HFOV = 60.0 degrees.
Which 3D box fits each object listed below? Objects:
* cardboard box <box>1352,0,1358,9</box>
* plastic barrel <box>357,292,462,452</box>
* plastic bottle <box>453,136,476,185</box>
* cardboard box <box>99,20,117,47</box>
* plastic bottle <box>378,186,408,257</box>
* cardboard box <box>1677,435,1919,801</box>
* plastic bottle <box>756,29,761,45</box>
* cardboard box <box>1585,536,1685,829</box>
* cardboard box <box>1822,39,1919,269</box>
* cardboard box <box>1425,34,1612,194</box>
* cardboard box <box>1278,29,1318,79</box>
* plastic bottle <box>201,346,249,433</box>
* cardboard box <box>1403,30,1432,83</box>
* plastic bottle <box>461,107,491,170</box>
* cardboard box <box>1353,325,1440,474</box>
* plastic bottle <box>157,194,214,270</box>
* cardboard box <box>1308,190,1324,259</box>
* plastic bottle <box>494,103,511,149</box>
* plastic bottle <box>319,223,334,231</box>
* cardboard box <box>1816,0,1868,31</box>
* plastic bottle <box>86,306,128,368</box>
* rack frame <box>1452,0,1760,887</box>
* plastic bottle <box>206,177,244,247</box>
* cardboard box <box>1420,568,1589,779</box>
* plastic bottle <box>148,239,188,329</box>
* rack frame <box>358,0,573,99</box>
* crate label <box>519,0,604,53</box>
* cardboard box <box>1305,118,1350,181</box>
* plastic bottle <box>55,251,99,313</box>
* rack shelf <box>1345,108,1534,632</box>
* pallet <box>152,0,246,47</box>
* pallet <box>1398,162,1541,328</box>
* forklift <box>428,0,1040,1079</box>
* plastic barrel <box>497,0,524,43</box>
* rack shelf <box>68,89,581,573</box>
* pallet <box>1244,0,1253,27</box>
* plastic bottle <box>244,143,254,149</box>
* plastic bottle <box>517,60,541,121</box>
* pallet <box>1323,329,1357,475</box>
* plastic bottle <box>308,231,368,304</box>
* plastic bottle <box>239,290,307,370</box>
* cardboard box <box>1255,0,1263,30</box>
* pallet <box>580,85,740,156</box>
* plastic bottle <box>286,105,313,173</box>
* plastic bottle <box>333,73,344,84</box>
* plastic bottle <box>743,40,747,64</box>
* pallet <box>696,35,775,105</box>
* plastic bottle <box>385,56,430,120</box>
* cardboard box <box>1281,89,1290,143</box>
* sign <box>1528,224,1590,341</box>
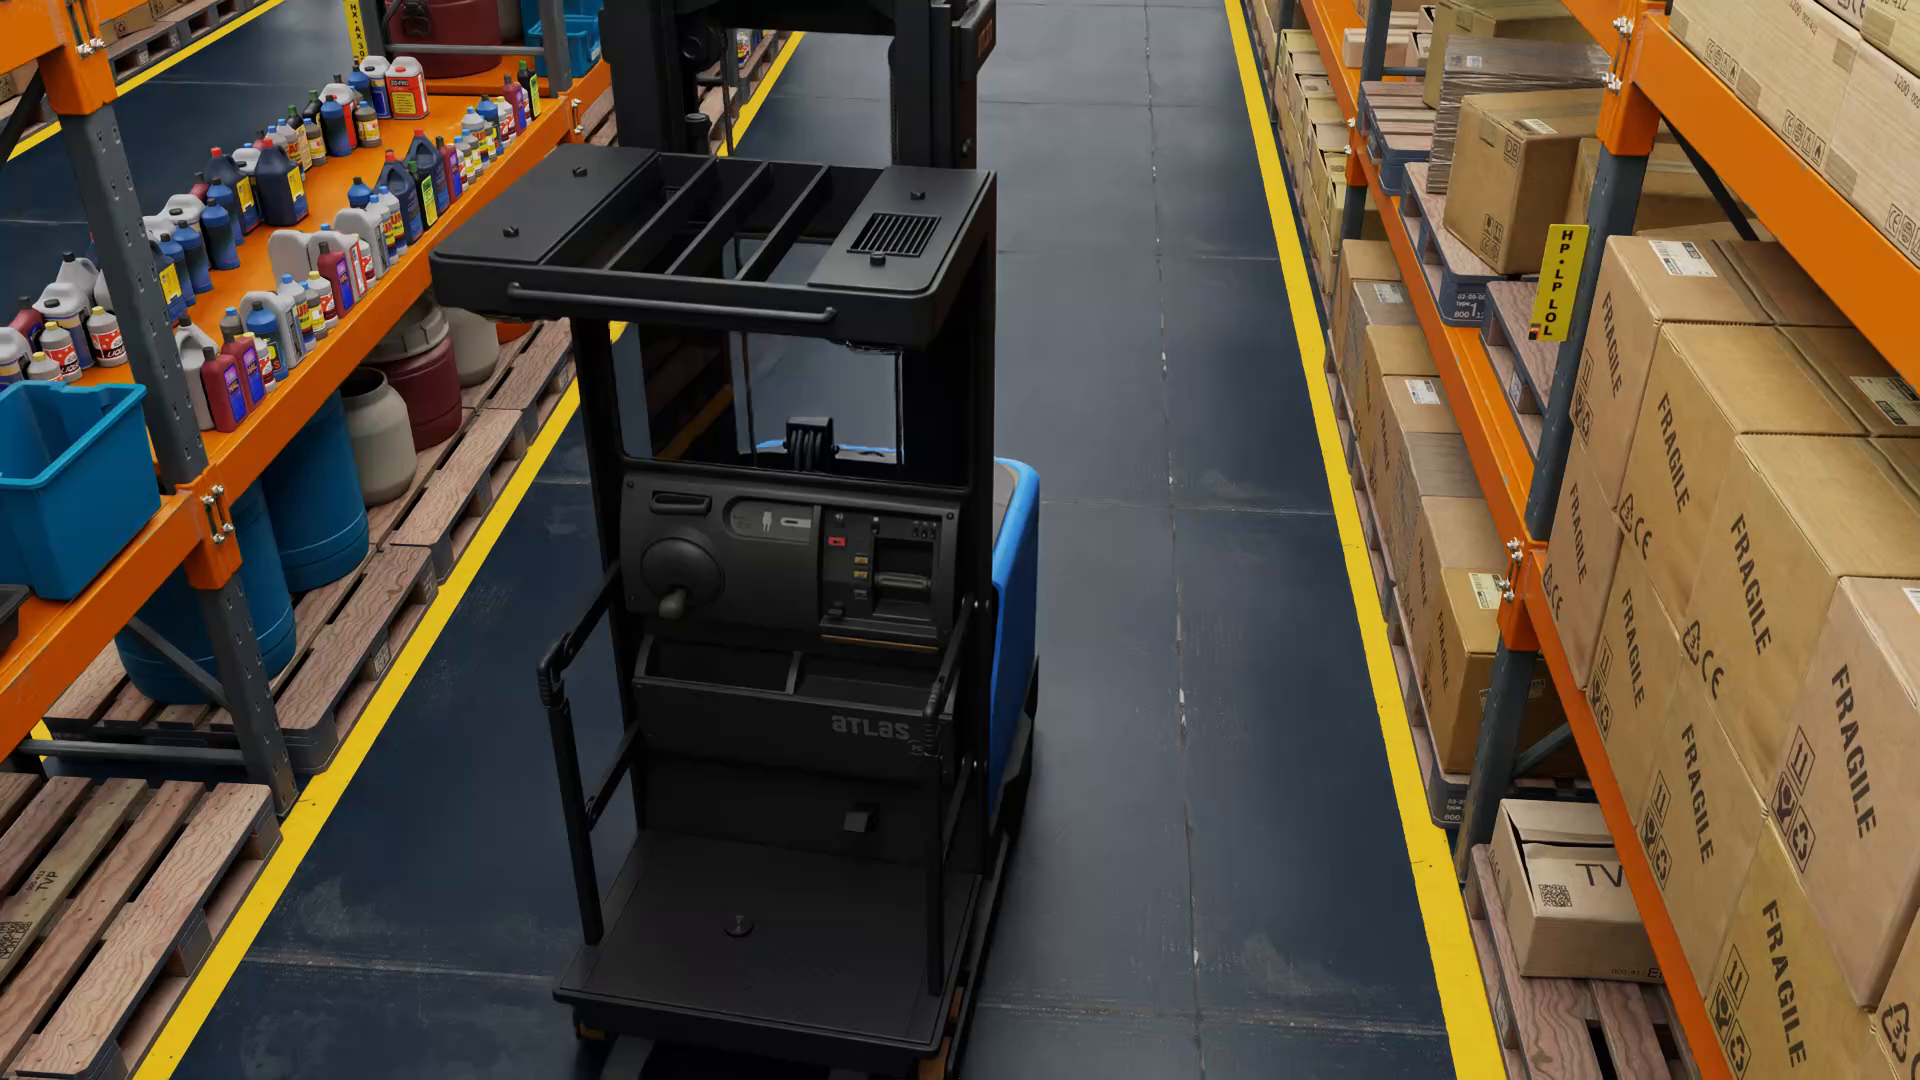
[{"bbox_3d":[2.619,-3.448,9.890,0.500,0.500,0.500,3,32,4],"label":"cardboard box"},{"bbox_3d":[-2.596,-0.771,7.539,0.600,0.588,0.708,2,32,4],"label":"plastic barrel"},{"bbox_3d":[-2.183,-1.665,7.283,0.097,0.201,0.097,0,32,0],"label":"plastic bottle"},{"bbox_3d":[-7.020,-4.091,13.011,0.500,0.500,0.500,2,32,2],"label":"cardboard box"},{"bbox_3d":[-2.251,-1.261,6.559,0.097,0.271,0.097,0,32,0],"label":"plastic bottle"},{"bbox_3d":[1.727,0.144,3.108,0.500,0.500,0.500,2,32,3],"label":"cardboard box"},{"bbox_3d":[-1.661,-4.120,13.181,0.144,0.351,0.185,1,32,2],"label":"plastic bottle"},{"bbox_3d":[1.778,0.320,3.777,0.500,0.500,0.500,3,32,5],"label":"cardboard box"},{"bbox_3d":[1.757,-0.607,2.660,0.500,0.250,0.500,2,32,4],"label":"cardboard box"},{"bbox_3d":[2.252,-1.669,6.604,0.700,0.500,0.500,8,33,13],"label":"cardboard box"},{"bbox_3d":[2.499,-3.385,11.570,0.500,0.311,0.500,3,32,4],"label":"cardboard box"},{"bbox_3d":[-2.352,-0.498,5.310,0.061,0.283,0.133,2,32,4],"label":"plastic bottle"},{"bbox_3d":[2.529,-2.402,8.374,0.500,0.311,0.500,4,32,7],"label":"cardboard box"},{"bbox_3d":[-2.167,-1.797,7.430,0.097,0.271,0.097,0,32,0],"label":"plastic bottle"},{"bbox_3d":[2.051,-0.613,7.349,0.500,0.500,0.500,2,32,3],"label":"cardboard box"},{"bbox_3d":[-2.996,-1.187,6.436,0.152,0.276,0.135,2,32,4],"label":"plastic bottle"},{"bbox_3d":[2.294,-1.815,9.557,0.500,0.250,0.500,2,32,3],"label":"cardboard box"},{"bbox_3d":[-2.143,-1.920,7.696,0.097,0.201,0.097,0,32,0],"label":"plastic bottle"},{"bbox_3d":[-2.421,-1.116,6.391,0.097,0.201,0.097,0,32,0],"label":"plastic bottle"},{"bbox_3d":[1.804,-1.081,2.953,0.500,0.250,0.500,2,32,4],"label":"cardboard box"},{"bbox_3d":[-2.941,-0.705,5.724,0.097,0.201,0.097,0,32,0],"label":"plastic bottle"},{"bbox_3d":[2.130,-0.160,4.651,1.000,3.000,0.127,2,32,4],"label":"rack frame"},{"bbox_3d":[-2.943,-1.314,6.646,0.097,0.271,0.097,0,32,0],"label":"plastic bottle"},{"bbox_3d":[1.884,0.446,5.630,0.500,0.500,0.500,2,32,4],"label":"cardboard box"},{"bbox_3d":[-2.899,-0.938,5.960,0.144,0.351,0.185,2,32,4],"label":"plastic bottle"},{"bbox_3d":[-2.481,-2.465,8.392,1.000,3.000,0.127,2,32,4],"label":"rack frame"},{"bbox_3d":[-2.131,-2.988,9.206,0.502,0.435,0.616,2,32,4],"label":"crate label"},{"bbox_3d":[2.332,-2.319,9.840,0.500,0.311,0.500,2,32,4],"label":"cardboard box"},{"bbox_3d":[-3.058,-0.847,5.813,0.144,0.351,0.185,2,32,4],"label":"plastic bottle"},{"bbox_3d":[2.293,-0.900,6.537,1.077,0.370,4.000,2,32,4],"label":"rack shelf"},{"bbox_3d":[-6.976,-4.574,14.471,1.003,0.211,1.213,2,32,4],"label":"pallet"},{"bbox_3d":[2.302,-1.153,6.445,1.003,0.211,1.213,2,32,4],"label":"pallet"},{"bbox_3d":[-0.502,0.105,4.285,1.130,2.935,3.031,6,32,9],"label":"forklift"},{"bbox_3d":[-2.610,-3.060,9.250,0.421,0.512,0.421,0,32,0],"label":"plastic barrel"},{"bbox_3d":[-2.644,-1.113,6.883,1.077,0.370,4.000,2,32,4],"label":"rack shelf"},{"bbox_3d":[3.086,-4.846,14.913,1.003,0.211,1.213,2,32,4],"label":"pallet"},{"bbox_3d":[-2.969,-1.535,7.004,0.097,0.271,0.097,0,32,0],"label":"plastic bottle"},{"bbox_3d":[-2.089,-2.186,8.049,0.061,0.283,0.133,2,32,4],"label":"plastic bottle"},{"bbox_3d":[2.357,-0.676,8.146,1.003,0.211,1.213,2,32,4],"label":"pallet"},{"bbox_3d":[-2.314,-1.031,6.182,0.152,0.276,0.135,2,32,4],"label":"plastic bottle"},{"bbox_3d":[-2.360,-0.738,5.707,0.152,0.276,0.135,2,32,4],"label":"plastic bottle"},{"bbox_3d":[2.718,-4.388,13.732,0.500,0.250,0.500,2,32,4],"label":"cardboard box"},{"bbox_3d":[-2.181,-2.958,11.848,1.003,0.211,1.213,2,32,4],"label":"pallet"},{"bbox_3d":[-2.952,-1.773,7.378,0.061,0.283,0.133,2,32,4],"label":"plastic bottle"},{"bbox_3d":[-2.911,-2.033,7.802,0.061,0.283,0.133,2,32,4],"label":"plastic bottle"},{"bbox_3d":[-1.684,-3.754,12.730,0.097,0.201,0.097,0,32,0],"label":"plastic bottle"},{"bbox_3d":[-2.059,-3.719,13.084,1.003,0.211,1.213,2,32,4],"label":"pallet"},{"bbox_3d":[-2.687,-2.194,8.069,0.152,0.276,0.135,2,32,4],"label":"plastic bottle"},{"bbox_3d":[2.458,-2.884,11.292,0.500,0.250,0.500,3,32,5],"label":"cardboard box"},{"bbox_3d":[1.576,-0.675,4.383,0.100,0.325,0.005,2,32,4],"label":"sign"}]
